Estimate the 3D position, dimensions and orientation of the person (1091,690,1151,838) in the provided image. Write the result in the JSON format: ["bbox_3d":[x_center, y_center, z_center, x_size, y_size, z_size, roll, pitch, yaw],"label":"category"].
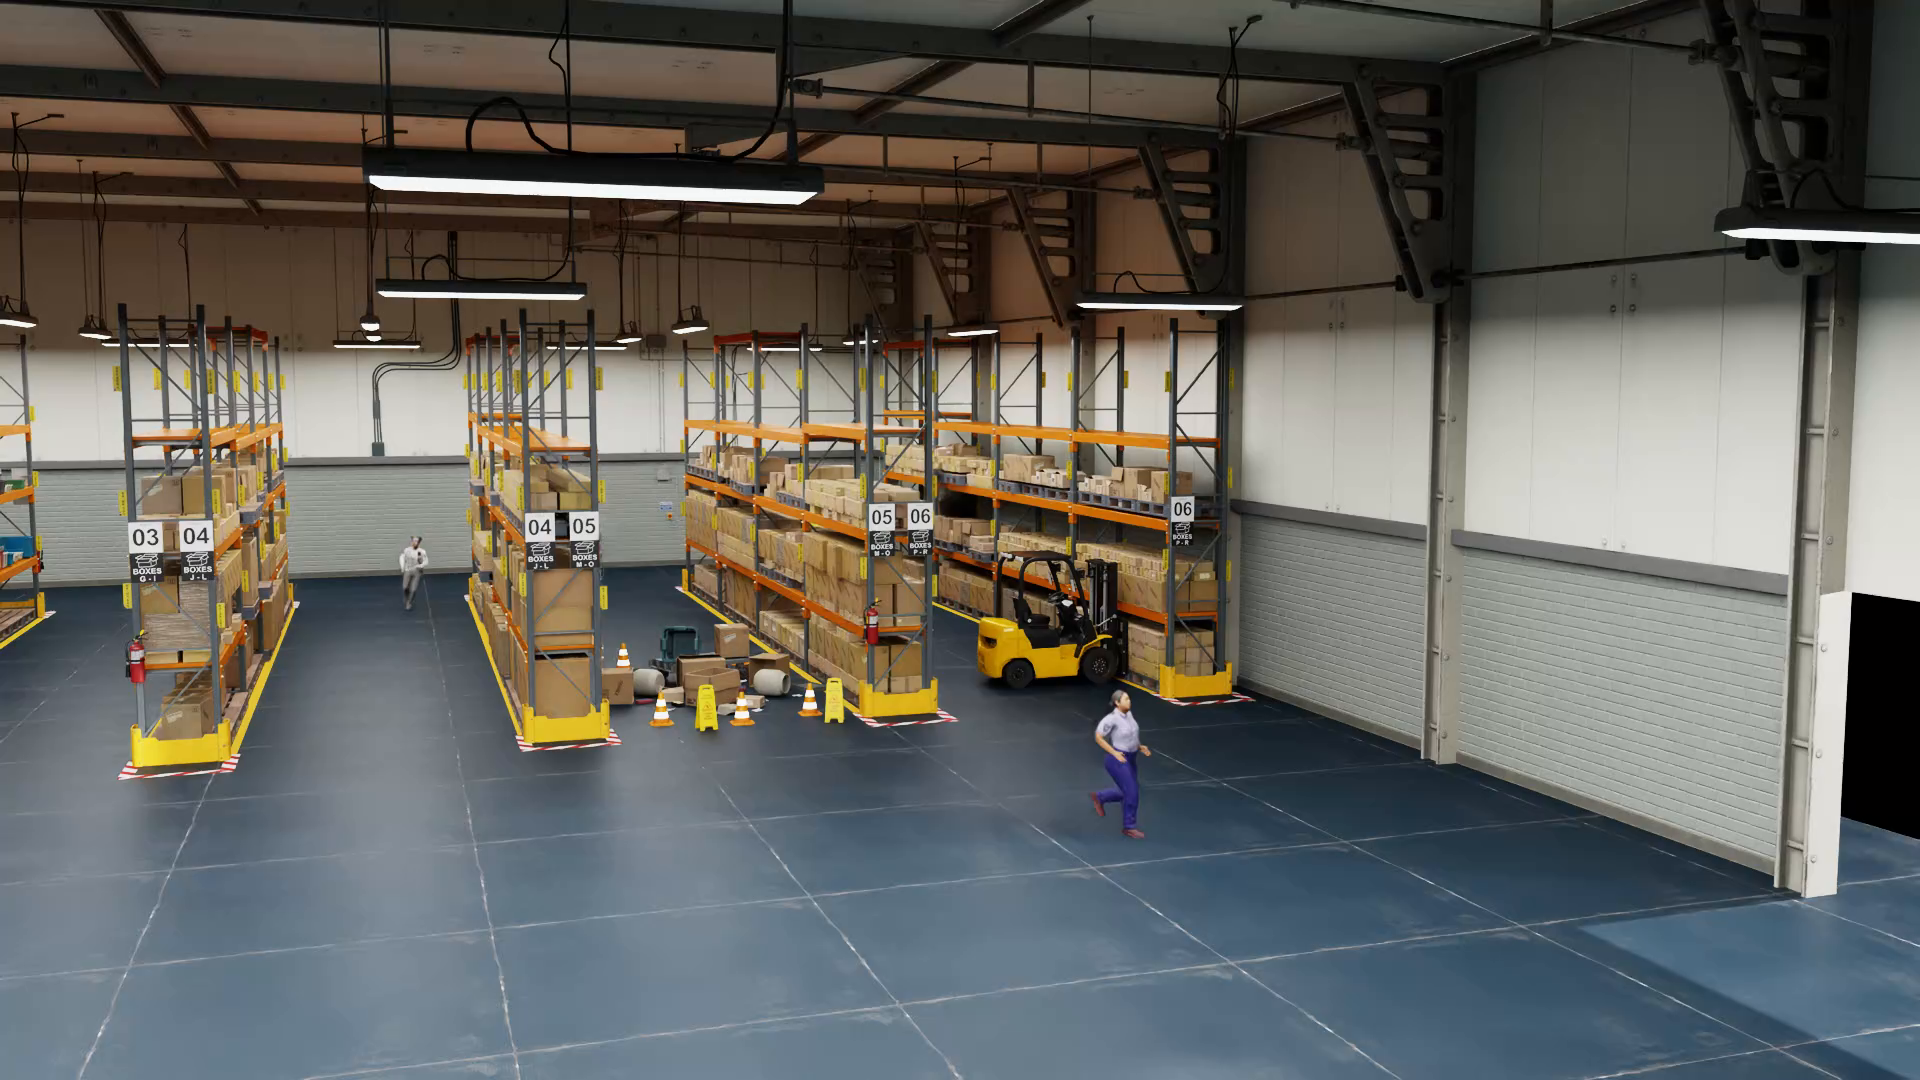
[{"bbox_3d":[1.747,2.470,18.459,0.745,1.624,0.607,3,6,32],"label":"person"}]

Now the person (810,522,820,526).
[{"bbox_3d":[-3.548,0.195,38.673,0.684,1.808,0.618,-3,6,-28],"label":"person"}]

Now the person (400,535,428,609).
[{"bbox_3d":[-12.053,0.703,36.702,0.622,1.633,0.498,-1,6,-10],"label":"person"}]
